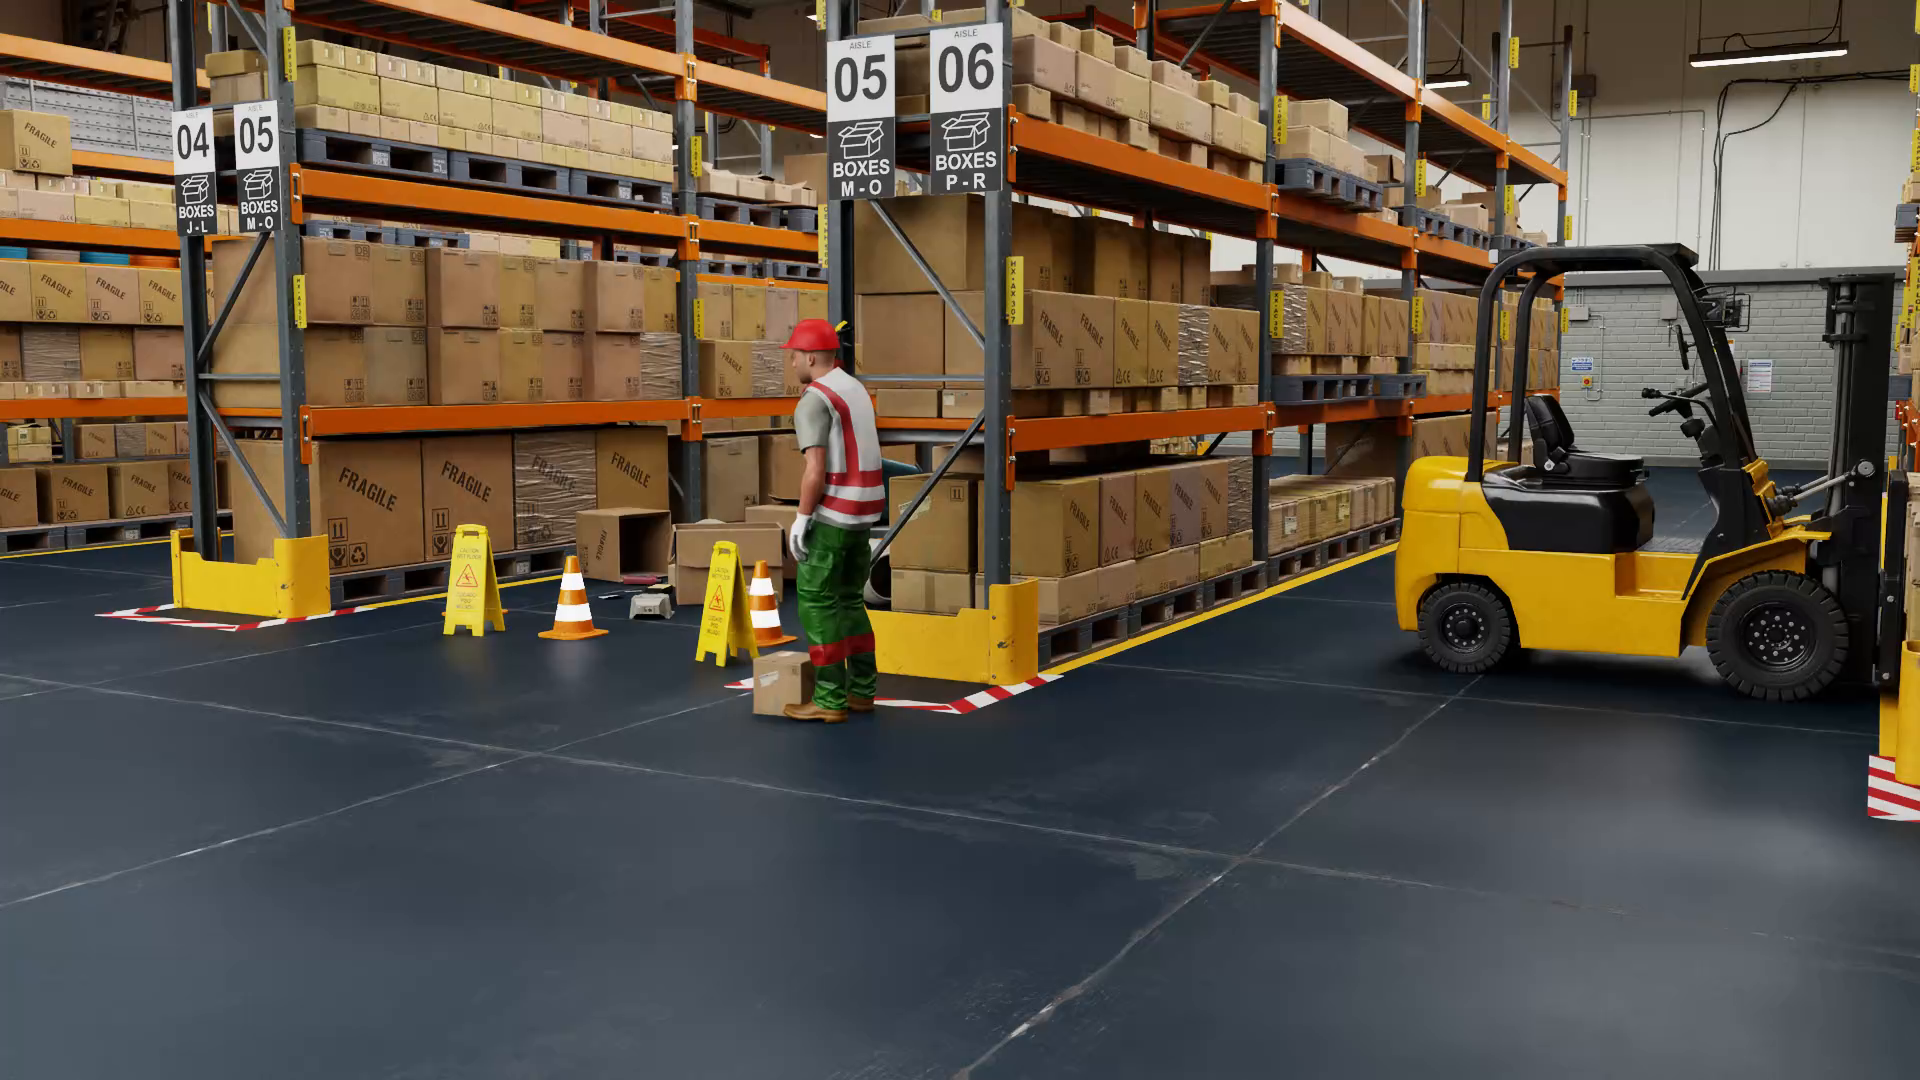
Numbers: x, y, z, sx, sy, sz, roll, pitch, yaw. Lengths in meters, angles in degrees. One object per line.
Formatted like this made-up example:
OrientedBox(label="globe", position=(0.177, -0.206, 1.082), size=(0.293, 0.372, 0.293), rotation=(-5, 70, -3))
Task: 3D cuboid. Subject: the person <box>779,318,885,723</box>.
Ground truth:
OrientedBox(label="person", position=(-0.576, -0.091, 7.401), size=(0.453, 1.777, 0.609), rotation=(3, 6, 26))
